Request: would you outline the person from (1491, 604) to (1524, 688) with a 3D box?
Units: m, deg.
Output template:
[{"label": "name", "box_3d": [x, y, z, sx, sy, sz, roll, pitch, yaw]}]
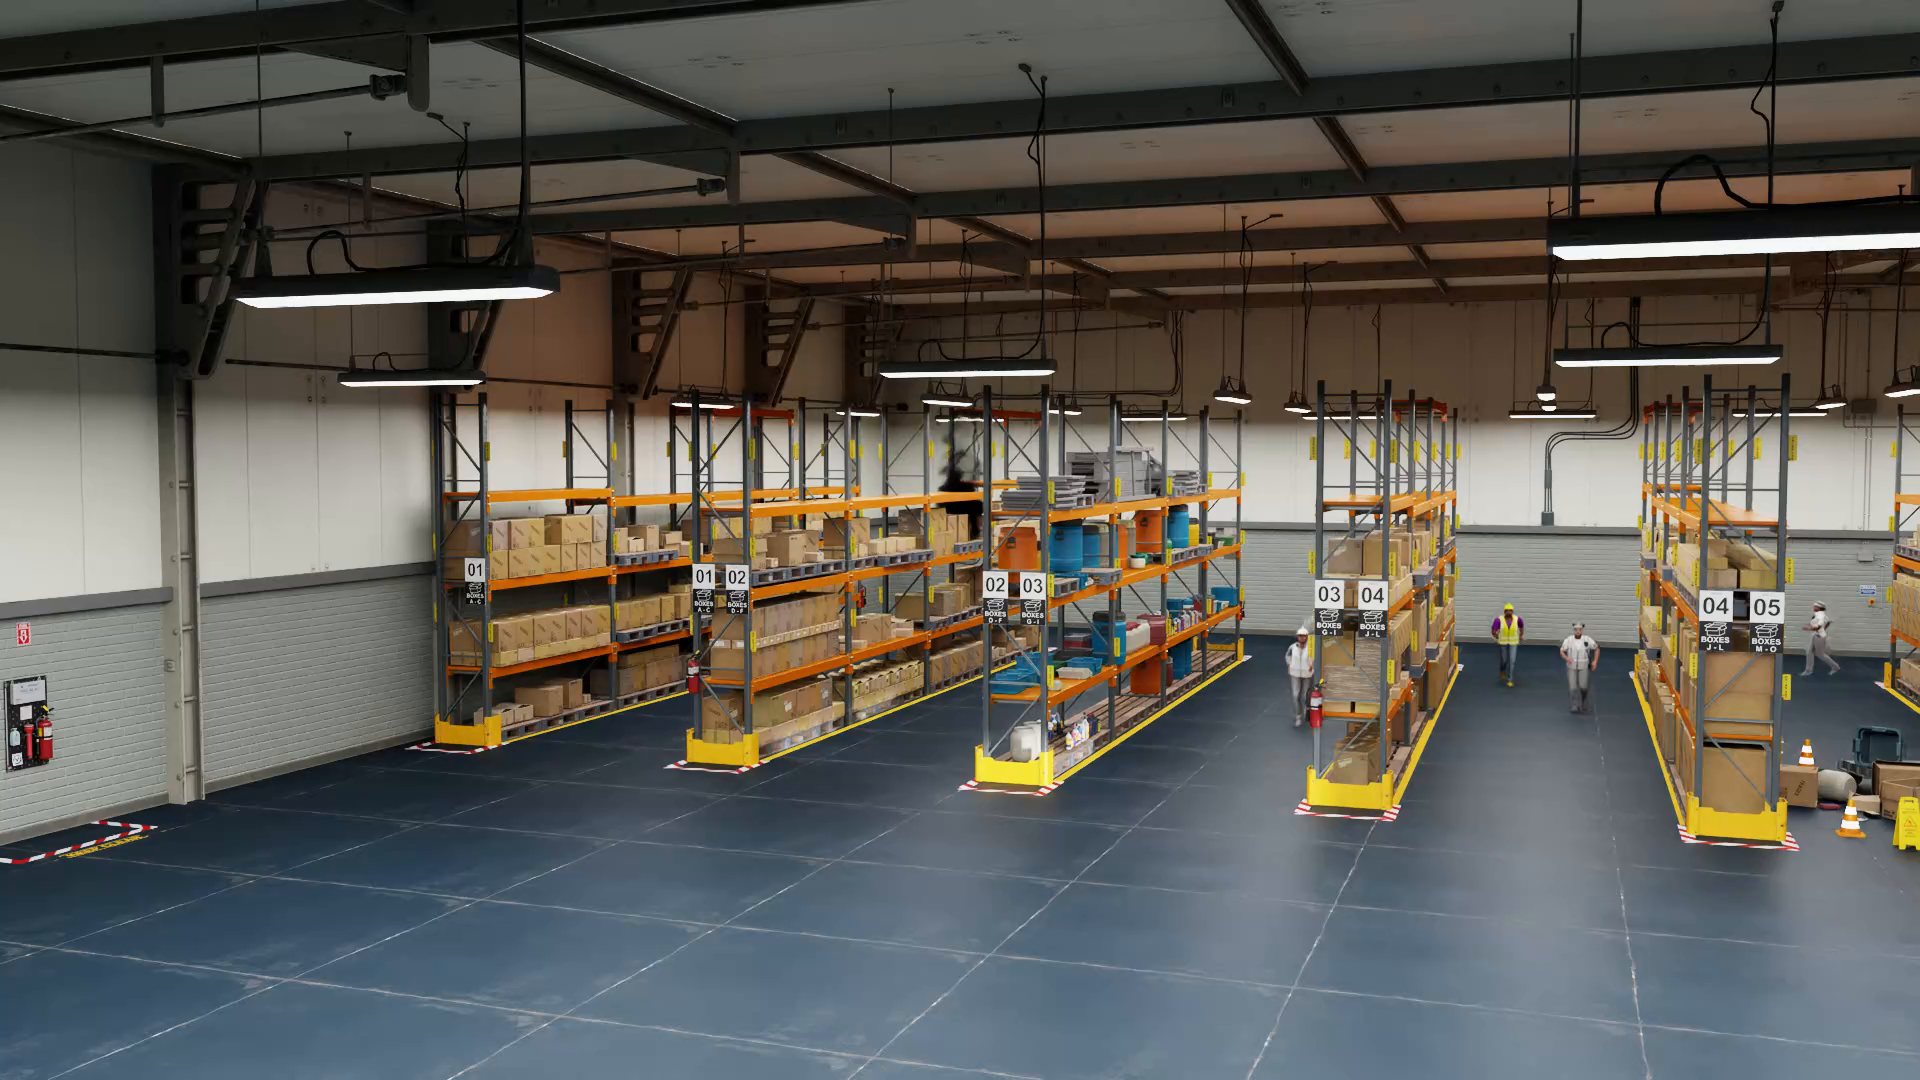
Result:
[{"label": "person", "box_3d": [11.709, 2.228, 35.549, 0.681, 1.753, 0.947, 1, 3, 15]}]

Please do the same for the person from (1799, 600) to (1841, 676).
[{"label": "person", "box_3d": [19.102, 2.191, 36.916, 0.822, 1.721, 0.582, 1, 3, 25]}]

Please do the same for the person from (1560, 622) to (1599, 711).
[{"label": "person", "box_3d": [11.824, 2.429, 31.766, 0.706, 1.735, 0.589, 1, 3, 23]}]

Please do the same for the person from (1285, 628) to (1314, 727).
[{"label": "person", "box_3d": [6.297, 2.504, 30.606, 0.662, 1.772, 0.880, 1, 3, 19]}]
